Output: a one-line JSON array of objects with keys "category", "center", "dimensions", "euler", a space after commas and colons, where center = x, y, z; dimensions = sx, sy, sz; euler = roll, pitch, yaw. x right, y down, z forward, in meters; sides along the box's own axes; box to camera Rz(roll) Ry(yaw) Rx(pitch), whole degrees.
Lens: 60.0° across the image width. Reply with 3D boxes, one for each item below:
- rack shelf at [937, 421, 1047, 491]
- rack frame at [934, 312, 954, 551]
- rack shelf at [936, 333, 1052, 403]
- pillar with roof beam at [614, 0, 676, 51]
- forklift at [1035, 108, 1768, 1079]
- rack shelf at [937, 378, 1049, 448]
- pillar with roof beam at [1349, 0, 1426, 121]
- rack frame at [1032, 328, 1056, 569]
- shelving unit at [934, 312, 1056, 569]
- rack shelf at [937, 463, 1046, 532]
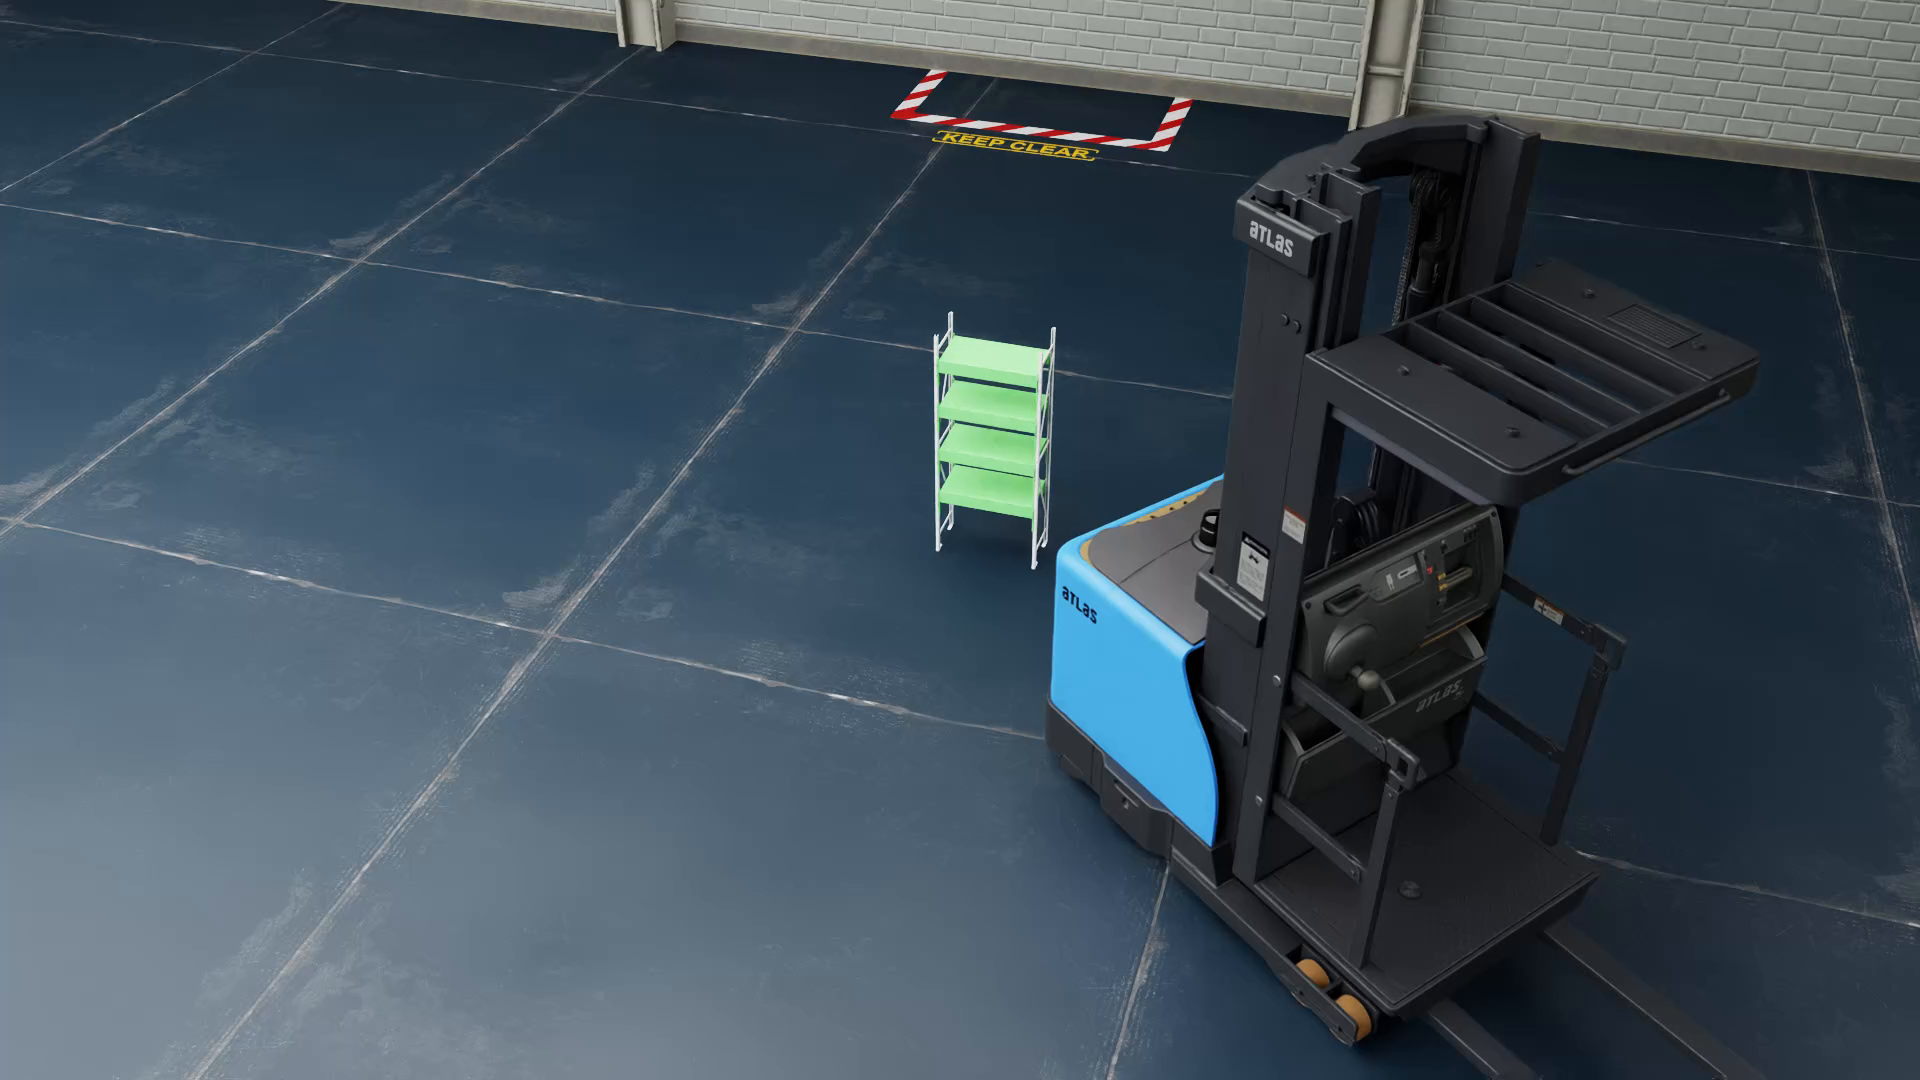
[{"category": "rack shelf", "center": [0.158, -0.402, 7.892], "dimensions": [0.480, 0.148, 0.258], "euler": [10, 38, 14]}, {"category": "rack frame", "center": [-0.075, -0.497, 7.913], "dimensions": [0.015, 1.200, 0.240], "euler": [10, 38, 14]}, {"category": "rack shelf", "center": [0.158, -0.789, 7.608], "dimensions": [0.480, 0.148, 0.258], "euler": [10, 38, 14]}, {"category": "pillar with roof beam", "center": [-3.885, -5.346, 7.923], "dimensions": [0.400, 9.000, 9.100], "euler": [10, 38, 14]}, {"category": "forklift", "center": [1.573, 0.226, 5.470], "dimensions": [1.130, 2.935, 3.031], "euler": [-22, 42, -27]}, {"category": "rack shelf", "center": [0.158, -0.596, 7.750], "dimensions": [0.480, 0.148, 0.258], "euler": [10, 38, 14]}, {"category": "pillar with roof beam", "center": [1.842, -4.286, 6.482], "dimensions": [0.400, 9.000, 9.100], "euler": [10, 38, 14]}, {"category": "rack frame", "center": [0.391, -0.411, 7.796], "dimensions": [0.015, 1.200, 0.240], "euler": [10, 38, 14]}, {"category": "shelving unit", "center": [0.158, -0.454, 7.855], "dimensions": [0.503, 1.200, 0.258], "euler": [10, 38, 14]}, {"category": "rack shelf", "center": [0.158, -0.209, 8.035], "dimensions": [0.480, 0.148, 0.258], "euler": [10, 38, 14]}]
